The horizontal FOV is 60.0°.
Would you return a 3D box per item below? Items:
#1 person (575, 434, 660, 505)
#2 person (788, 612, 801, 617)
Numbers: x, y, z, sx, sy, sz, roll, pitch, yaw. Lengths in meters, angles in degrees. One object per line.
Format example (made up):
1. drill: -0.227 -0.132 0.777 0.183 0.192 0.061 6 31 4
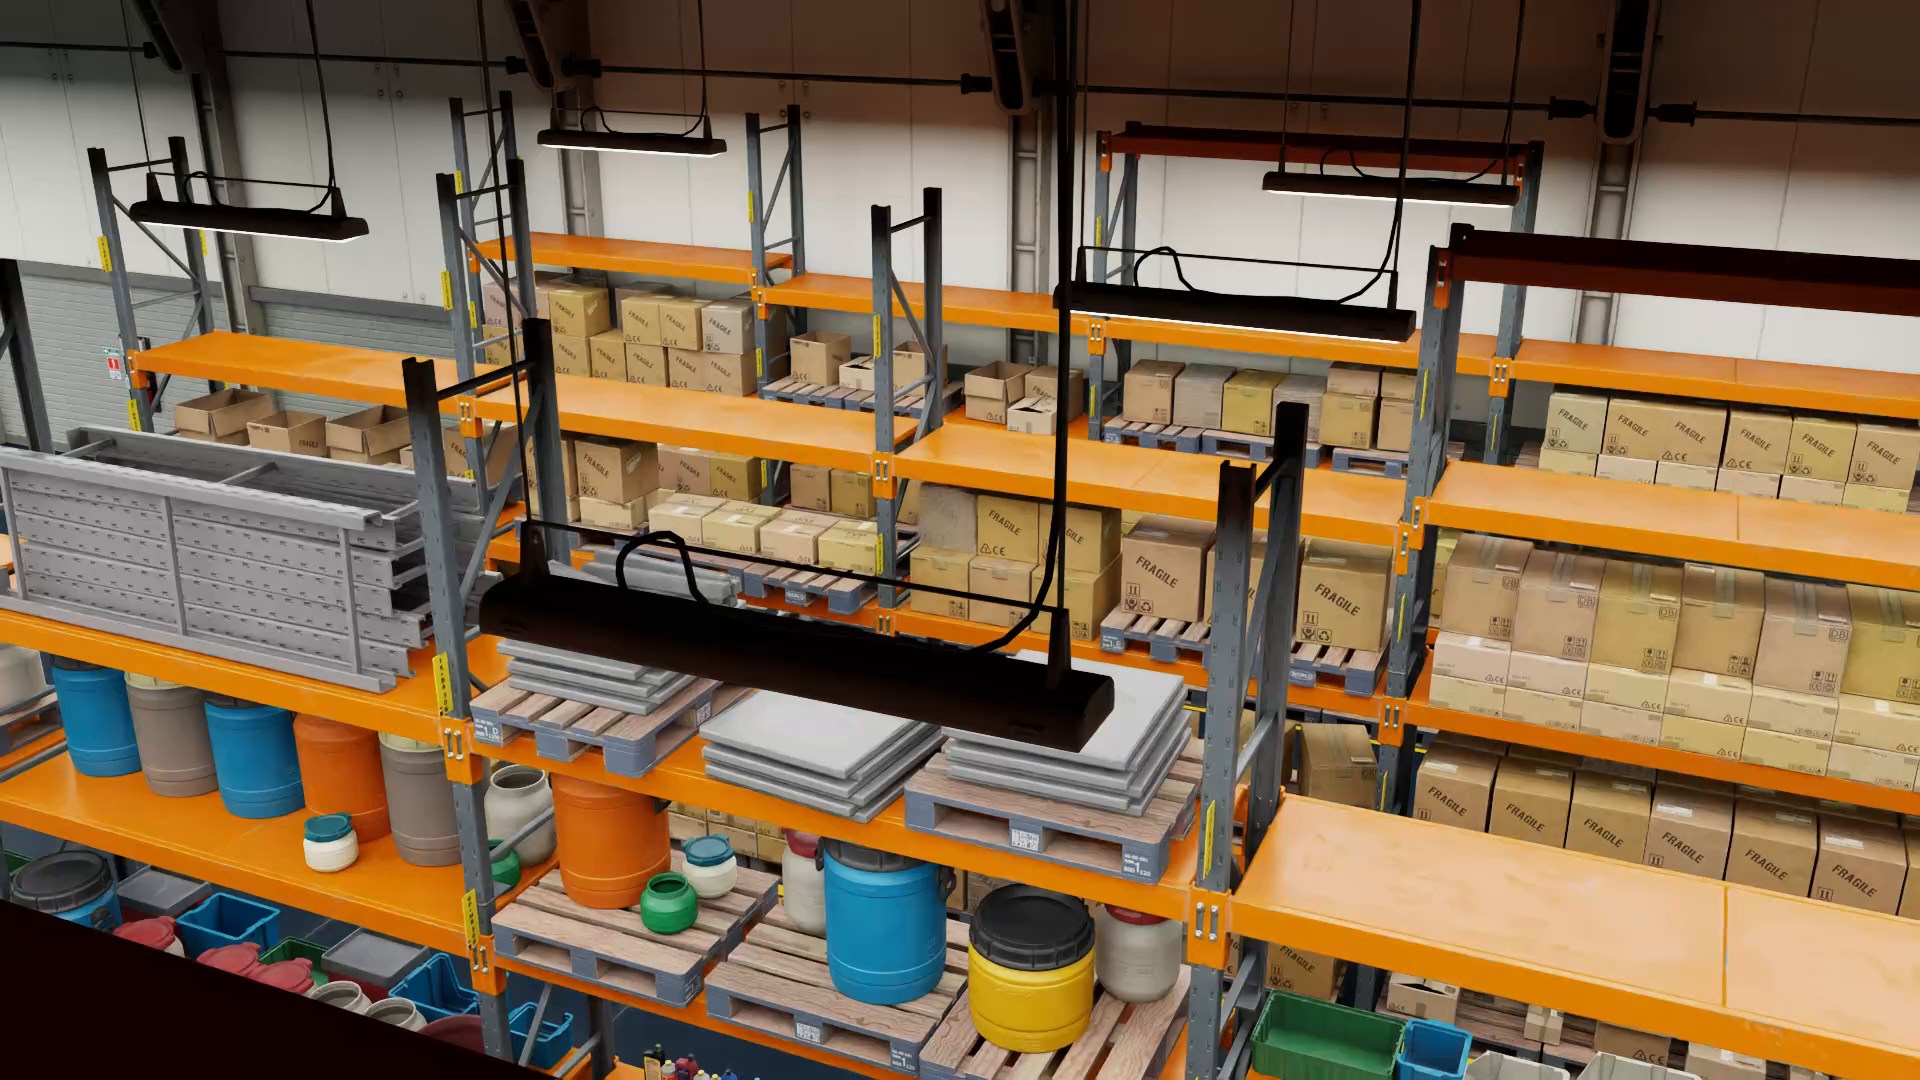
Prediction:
1. person: -8.064 2.442 10.761 2.599 3.693 14.103 16 26 37
2. person: -0.174 5.424 4.950 1.044 1.000 28.843 -2 21 -5
